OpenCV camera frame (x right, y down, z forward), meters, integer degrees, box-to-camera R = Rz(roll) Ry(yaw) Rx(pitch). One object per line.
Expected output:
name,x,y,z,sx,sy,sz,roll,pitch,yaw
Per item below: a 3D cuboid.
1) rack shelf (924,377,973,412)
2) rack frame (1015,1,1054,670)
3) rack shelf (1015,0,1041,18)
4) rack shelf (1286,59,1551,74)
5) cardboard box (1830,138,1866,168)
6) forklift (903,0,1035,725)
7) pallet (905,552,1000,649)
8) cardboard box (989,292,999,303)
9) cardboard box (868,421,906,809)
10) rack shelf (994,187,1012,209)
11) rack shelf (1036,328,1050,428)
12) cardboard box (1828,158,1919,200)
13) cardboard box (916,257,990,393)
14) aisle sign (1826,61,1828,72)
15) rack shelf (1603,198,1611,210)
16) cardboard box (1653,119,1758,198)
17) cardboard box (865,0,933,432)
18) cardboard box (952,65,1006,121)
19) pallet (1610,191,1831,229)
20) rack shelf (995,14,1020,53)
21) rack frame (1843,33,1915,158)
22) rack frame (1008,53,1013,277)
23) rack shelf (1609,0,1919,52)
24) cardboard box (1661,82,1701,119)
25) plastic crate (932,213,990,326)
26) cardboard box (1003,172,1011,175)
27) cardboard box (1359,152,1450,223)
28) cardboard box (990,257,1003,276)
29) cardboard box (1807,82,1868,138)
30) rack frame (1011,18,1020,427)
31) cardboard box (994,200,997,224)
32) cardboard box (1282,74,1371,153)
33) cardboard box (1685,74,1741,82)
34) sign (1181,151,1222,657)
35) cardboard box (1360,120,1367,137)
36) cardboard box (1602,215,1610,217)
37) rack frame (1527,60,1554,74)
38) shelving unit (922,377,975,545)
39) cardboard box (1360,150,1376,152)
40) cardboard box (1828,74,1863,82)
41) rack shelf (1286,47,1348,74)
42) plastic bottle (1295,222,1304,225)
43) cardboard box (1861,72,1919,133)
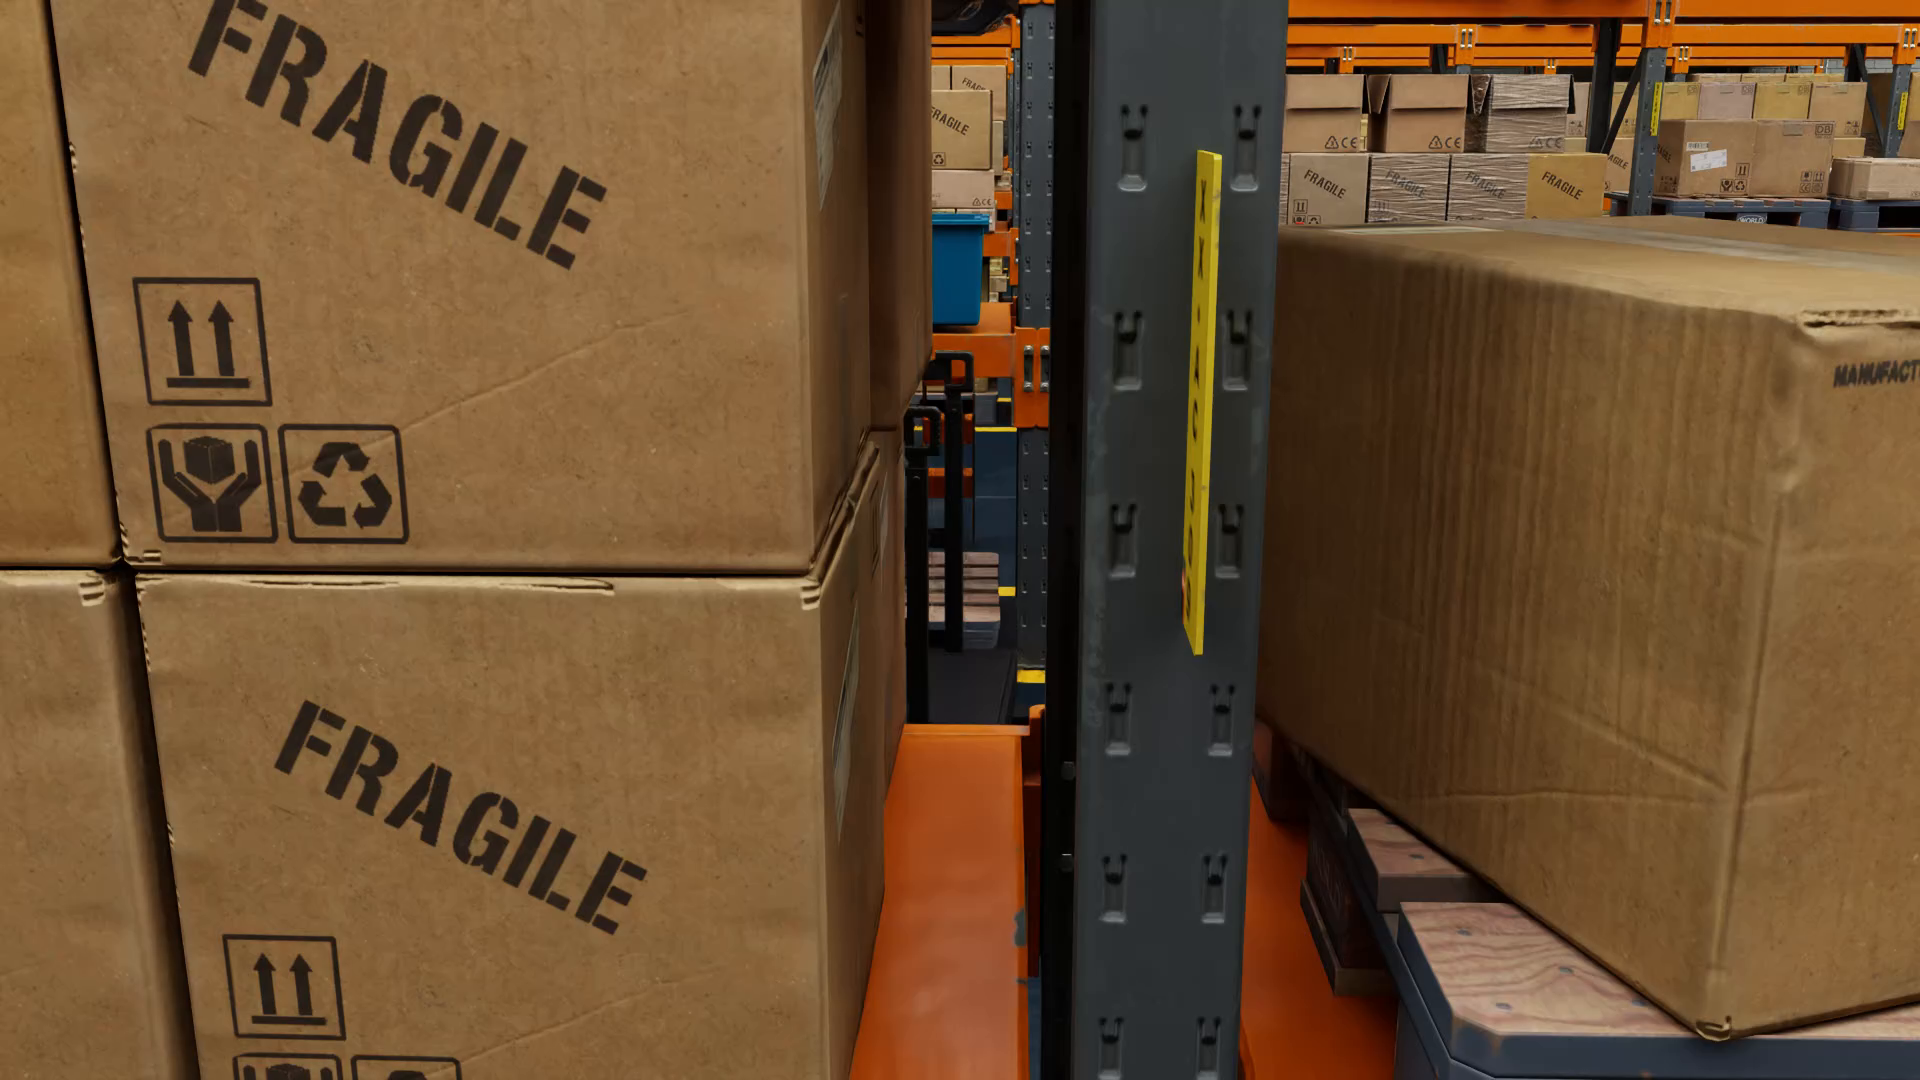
rack shelf,-0.054,-0.772,8.138,0.240,0.259,0.215,0,15,1
rack frame,0.296,-1.074,6.533,0.127,3.000,1.000,0,15,1
rack shelf,-1.703,-2.190,6.291,4.000,0.370,1.077,0,15,1
rack shelf,6.797,-7.194,25.258,4.000,0.370,1.077,0,15,1
cardboard box,8.119,-3.533,15.656,0.500,0.500,0.500,0,15,1
forklift,-0.331,-0.580,4.792,3.031,2.935,1.130,1,15,5
pallet,-0.440,0.279,6.869,1.213,0.211,1.003,0,15,1
cardboard box,0.250,-2.342,16.102,0.250,0.149,0.380,1,15,2
cardboard box,-0.337,0.068,2.008,0.500,0.500,0.500,1,15,3
rack shelf,-1.349,-3.267,16.253,4.000,0.370,1.077,0,15,1
rack shelf,2.295,-0.714,6.575,4.000,0.370,1.077,0,15,1
cardboard box,6.091,-2.372,10.923,0.500,0.250,0.500,0,15,0
cardboard box,-0.235,-1.538,11.631,0.875,0.875,0.875,0,15,1
aisle sign,12.853,-7.234,24.784,0.004,0.787,0.394,0,15,1
rack shelf,6.648,-3.215,16.056,4.000,0.370,1.077,0,15,1
cardboard box,4.962,-2.570,11.180,0.500,0.500,0.500,-1,15,-5
cardboard box,-0.298,-0.418,1.888,0.500,0.500,0.500,1,15,3
cardboard box,0.173,-4.212,15.684,0.500,0.500,0.500,0,15,-1
pallet,5.136,-2.241,11.331,1.003,0.211,1.213,0,15,1
rack shelf,-1.577,-3.453,11.079,4.000,0.370,1.077,0,15,1
rack frame,8.648,-3.550,15.914,0.127,3.000,1.000,0,15,1
rack frame,0.676,-4.865,20.899,0.127,3.000,1.000,0,15,1
rack shelf,6.421,-3.401,10.881,4.000,0.370,1.077,0,15,1
cardboard box,6.627,-4.093,15.818,0.500,0.500,0.700,0,15,1
plastic crate,-0.179,-1.012,6.209,0.575,0.384,0.392,0,15,1
cardboard box,0.375,-3.566,16.467,0.250,0.149,0.380,1,15,3
cardboard box,2.904,-2.307,11.009,0.500,0.500,0.500,0,15,0
cardboard box,0.288,-2.650,16.103,0.250,0.149,0.380,1,15,3
cardboard box,8.151,-4.083,15.781,0.500,0.500,0.700,0,15,0
rack frame,0.423,-2.338,11.320,0.127,3.000,1.000,0,15,1
cardboard box,0.135,-2.303,11.681,0.250,0.149,0.380,0,15,2
cardboard box,2.369,-2.861,11.143,0.637,0.503,0.797,1,15,3
cardboard box,9.107,-5.430,20.303,0.500,0.500,0.700,0,15,1
sign,0.160,-0.091,1.110,0.005,0.325,0.100,0,15,1
cardboard box,3.634,-3.835,15.499,0.250,0.149,0.380,1,15,3
cardboard box,9.779,-4.865,25.467,0.500,0.250,0.500,0,15,0
rack frame,8.796,-6.079,25.500,0.127,3.000,1.000,0,15,1
shelving unit,-0.054,-0.508,8.207,0.252,1.050,0.215,0,15,1
cardboard box,2.914,-2.438,11.503,0.500,0.500,0.500,0,15,0
cardboard box,10.642,-5.431,20.306,0.500,0.500,0.700,0,15,1
rack shelf,2.675,-5.954,20.559,4.000,0.370,1.077,0,15,1
plastic bottle,1.408,-1.127,6.828,0.185,0.351,0.144,0,15,1
cardboard box,9.016,-4.133,15.715,0.550,0.550,0.875,0,15,1
